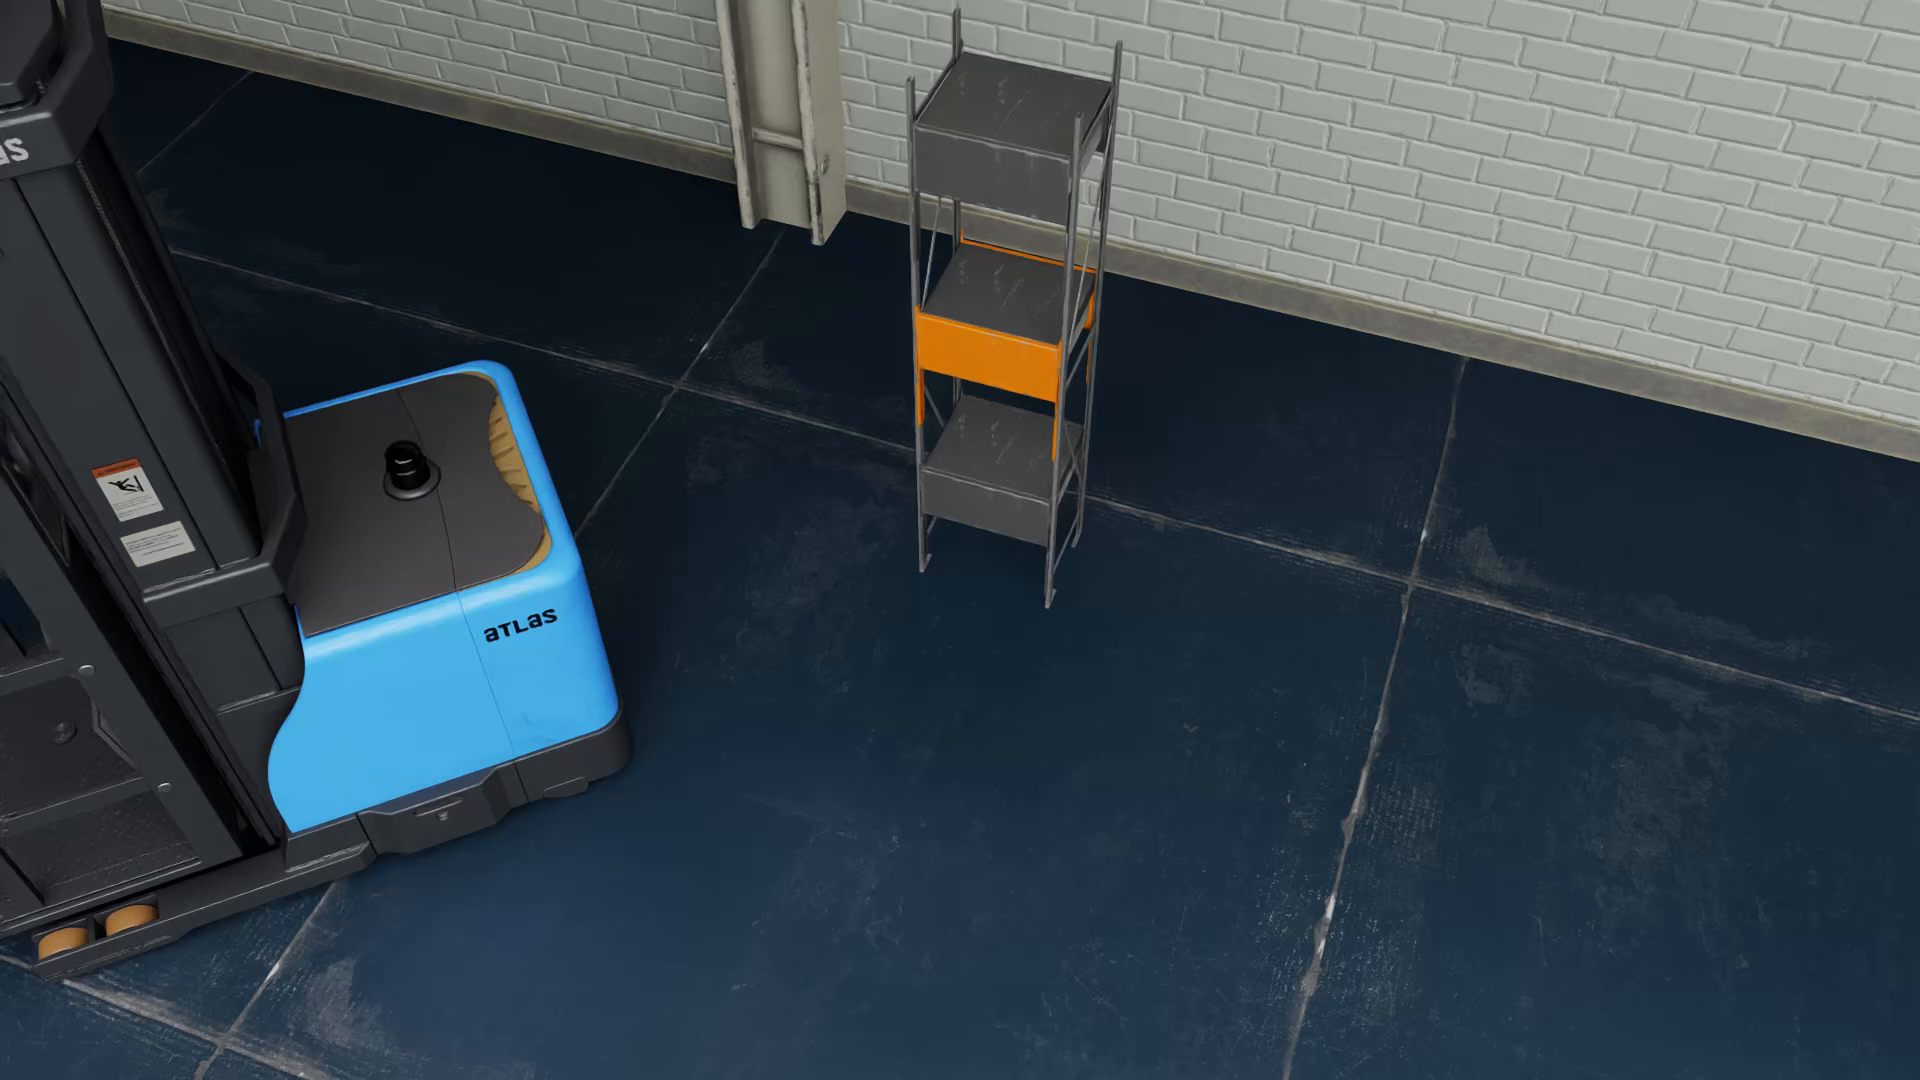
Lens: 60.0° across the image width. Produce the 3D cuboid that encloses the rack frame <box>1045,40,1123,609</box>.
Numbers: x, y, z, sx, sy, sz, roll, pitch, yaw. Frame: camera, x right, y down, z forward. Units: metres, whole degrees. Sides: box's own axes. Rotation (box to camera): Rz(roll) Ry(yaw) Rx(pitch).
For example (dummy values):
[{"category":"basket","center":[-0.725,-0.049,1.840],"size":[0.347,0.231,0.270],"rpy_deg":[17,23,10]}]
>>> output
[{"category":"rack frame","center":[0.384,-0.580,5.364],"size":[0.015,2.100,0.400],"rpy_deg":[16,51,13]}]

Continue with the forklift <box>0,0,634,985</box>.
[{"category":"forklift","center":[-2.653,-0.081,4.381],"size":[3.031,2.935,1.130],"rpy_deg":[-18,51,-15]}]

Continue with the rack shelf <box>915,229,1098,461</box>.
[{"category":"rack shelf","center":[0.155,-0.635,5.429],"size":[0.480,0.518,0.431],"rpy_deg":[16,51,13]}]

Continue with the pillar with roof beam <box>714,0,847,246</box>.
[{"category":"pillar with roof beam","center":[-2.235,-1.361,1.475],"size":[0.400,9.000,9.100],"rpy_deg":[16,51,13]}]

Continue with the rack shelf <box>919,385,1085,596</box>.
[{"category":"rack shelf","center":[0.155,-0.177,5.958],"size":[0.480,0.518,0.431],"rpy_deg":[16,51,13]}]

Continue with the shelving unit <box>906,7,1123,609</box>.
[{"category":"shelving unit","center":[0.155,-0.644,5.419],"size":[0.503,2.100,0.431],"rpy_deg":[16,51,13]}]

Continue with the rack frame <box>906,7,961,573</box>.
[{"category":"rack frame","center":[-0.074,-0.708,5.474],"size":[0.015,2.100,0.400],"rpy_deg":[16,51,13]}]

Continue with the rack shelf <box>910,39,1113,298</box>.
[{"category":"rack shelf","center":[0.155,-1.094,4.900],"size":[0.480,0.518,0.431],"rpy_deg":[16,51,13]}]
